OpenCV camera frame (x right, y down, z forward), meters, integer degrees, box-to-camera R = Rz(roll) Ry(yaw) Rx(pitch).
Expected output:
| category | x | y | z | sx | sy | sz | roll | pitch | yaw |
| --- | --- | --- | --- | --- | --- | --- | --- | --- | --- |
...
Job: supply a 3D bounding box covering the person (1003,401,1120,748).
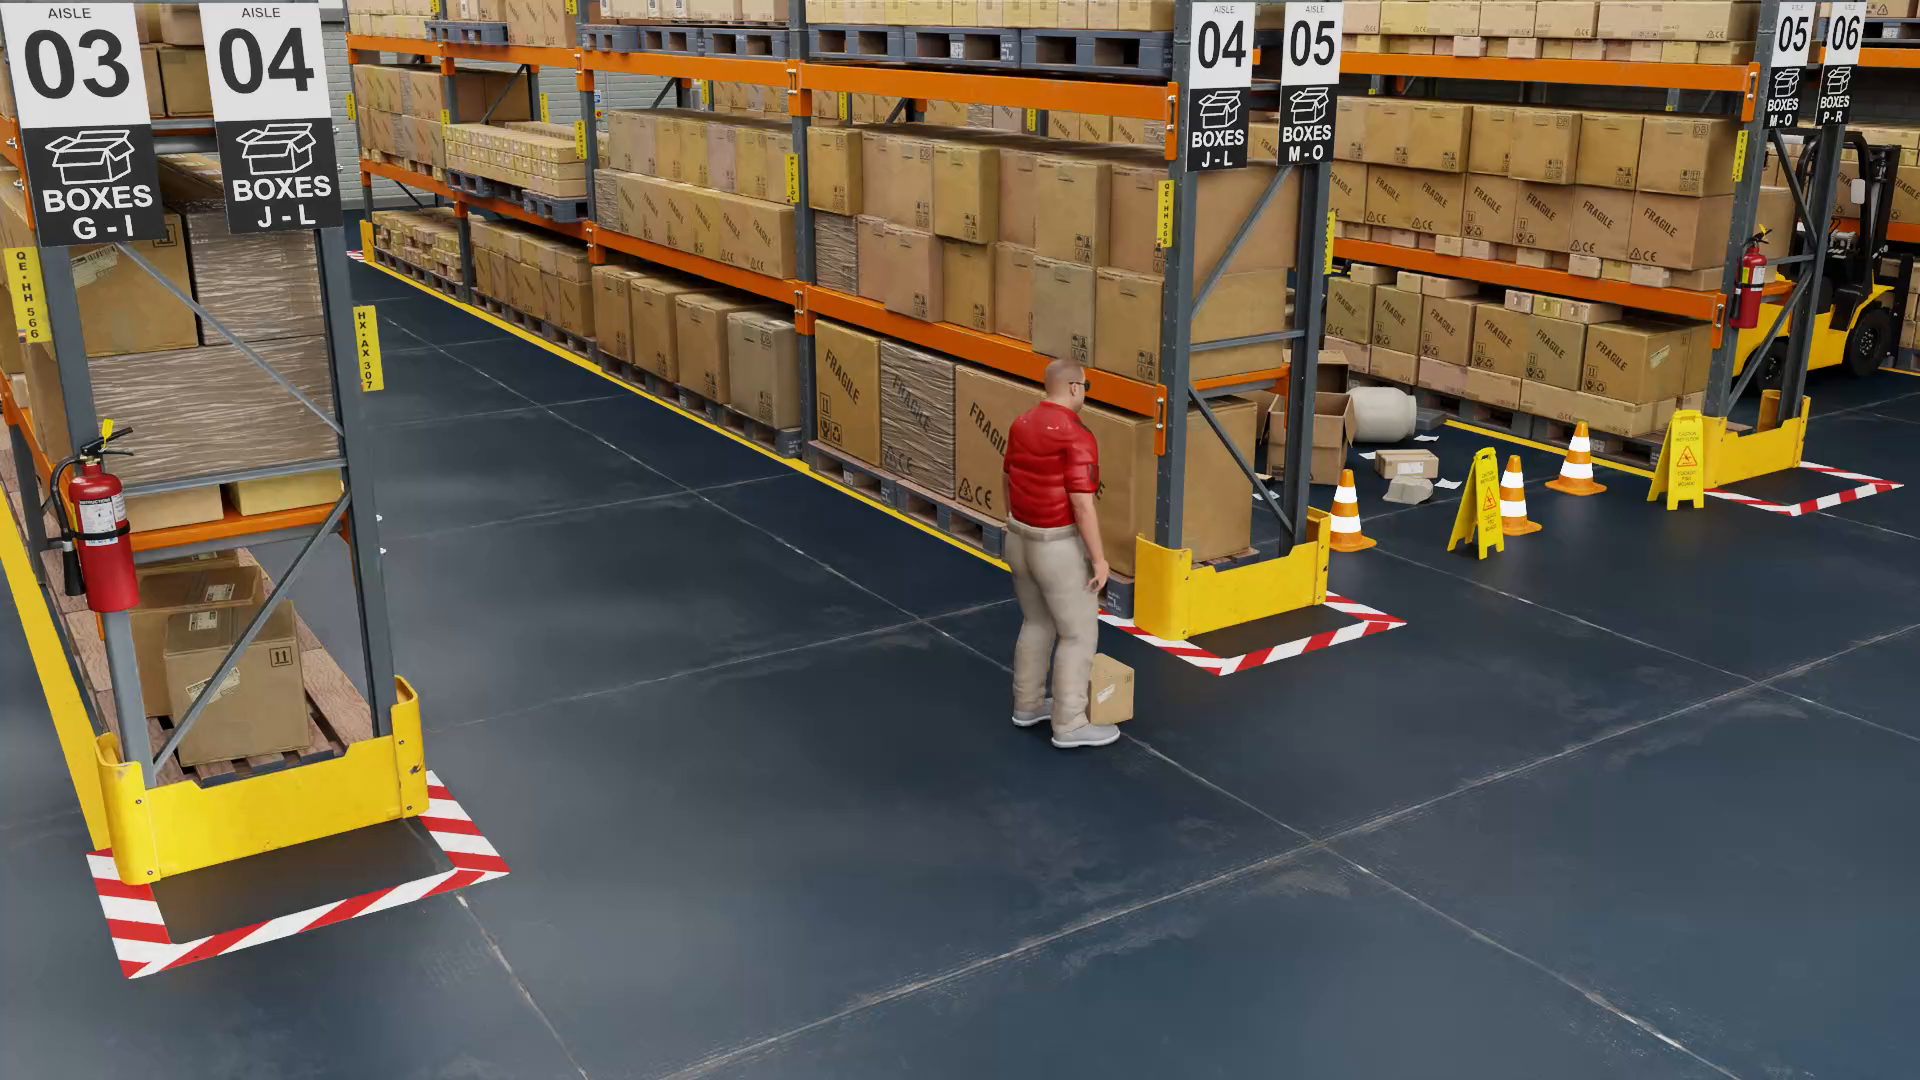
| category | x | y | z | sx | sy | sz | roll | pitch | yaw |
| --- | --- | --- | --- | --- | --- | --- | --- | --- | --- |
| person | 0.429 | 0.132 | 7.454 | 0.385 | 1.552 | 0.593 | -13 | 22 | -34 |
